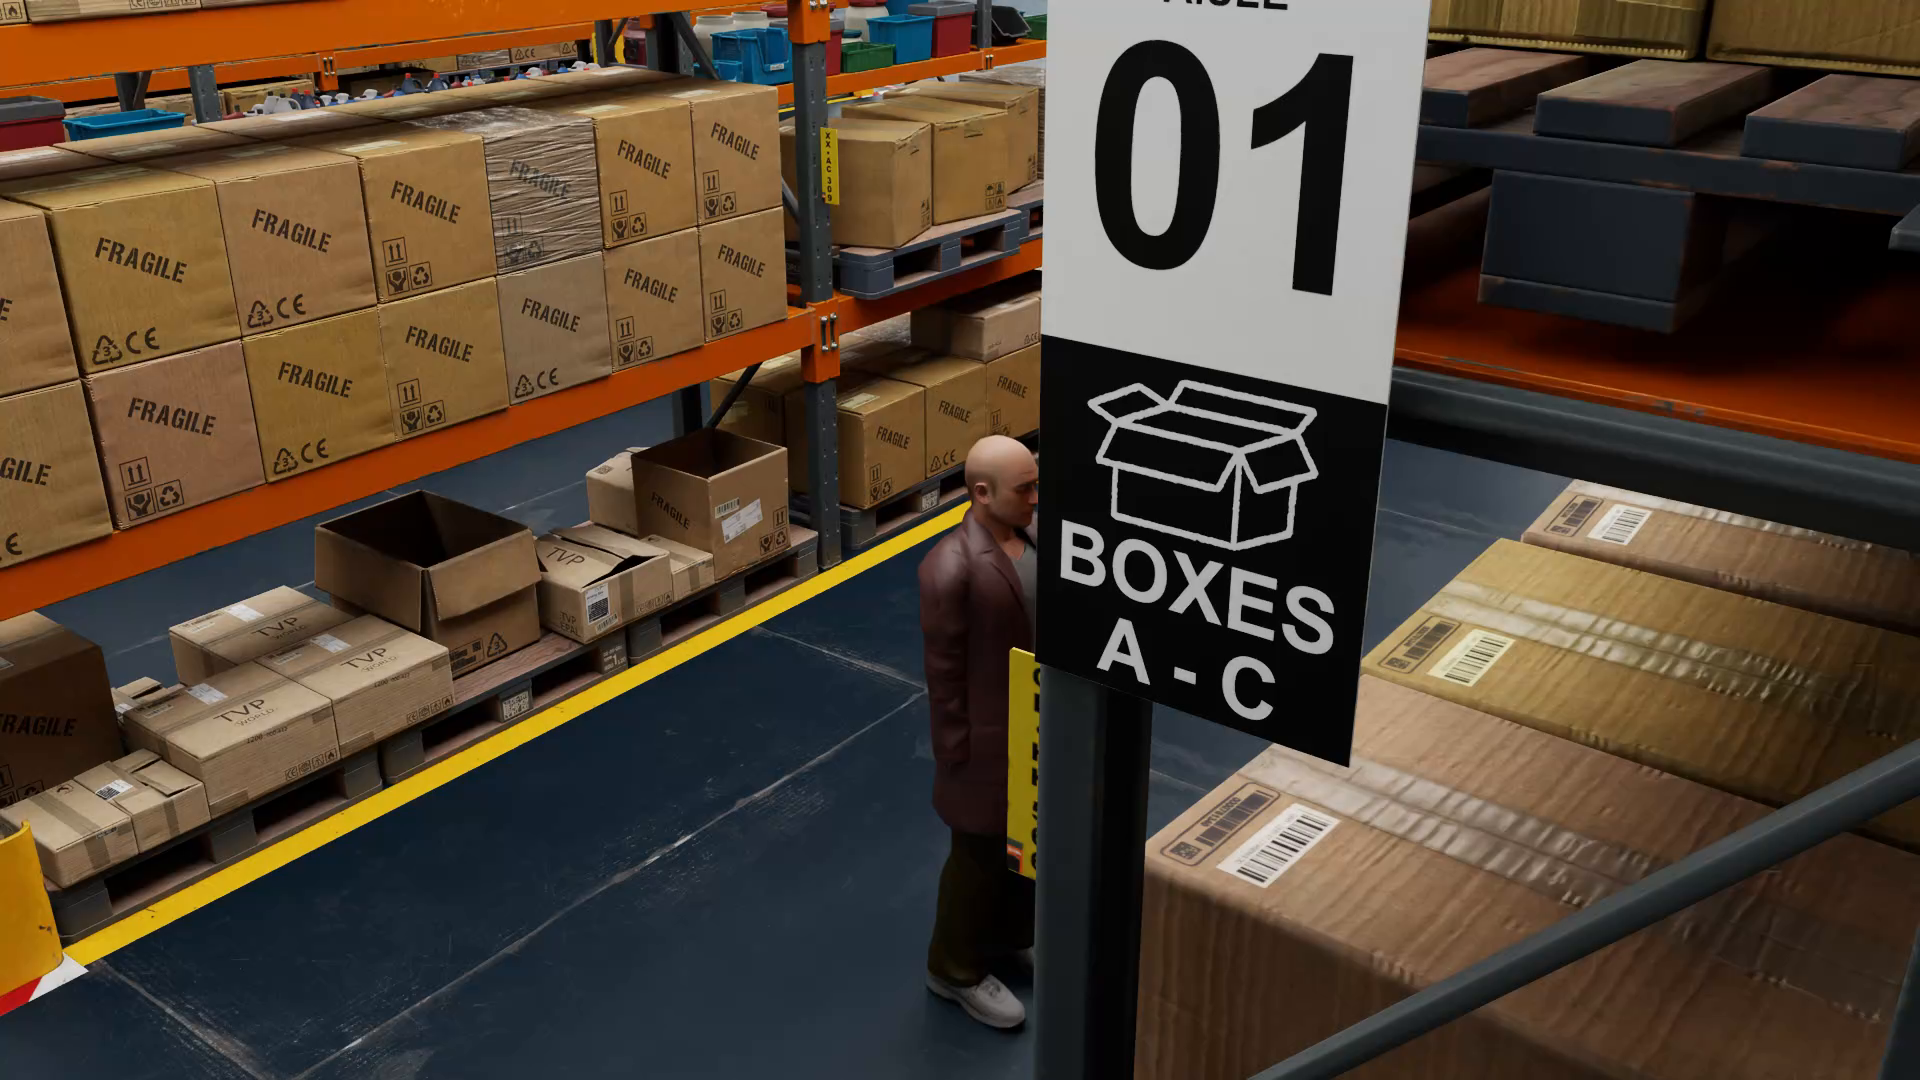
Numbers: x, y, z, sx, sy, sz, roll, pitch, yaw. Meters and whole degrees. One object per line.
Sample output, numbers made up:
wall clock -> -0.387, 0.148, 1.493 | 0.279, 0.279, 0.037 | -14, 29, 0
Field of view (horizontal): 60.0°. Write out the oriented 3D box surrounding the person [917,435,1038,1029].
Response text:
person -> 0.143, 0.550, 4.833 | 0.380, 1.779, 0.560 | 17, 29, 35
